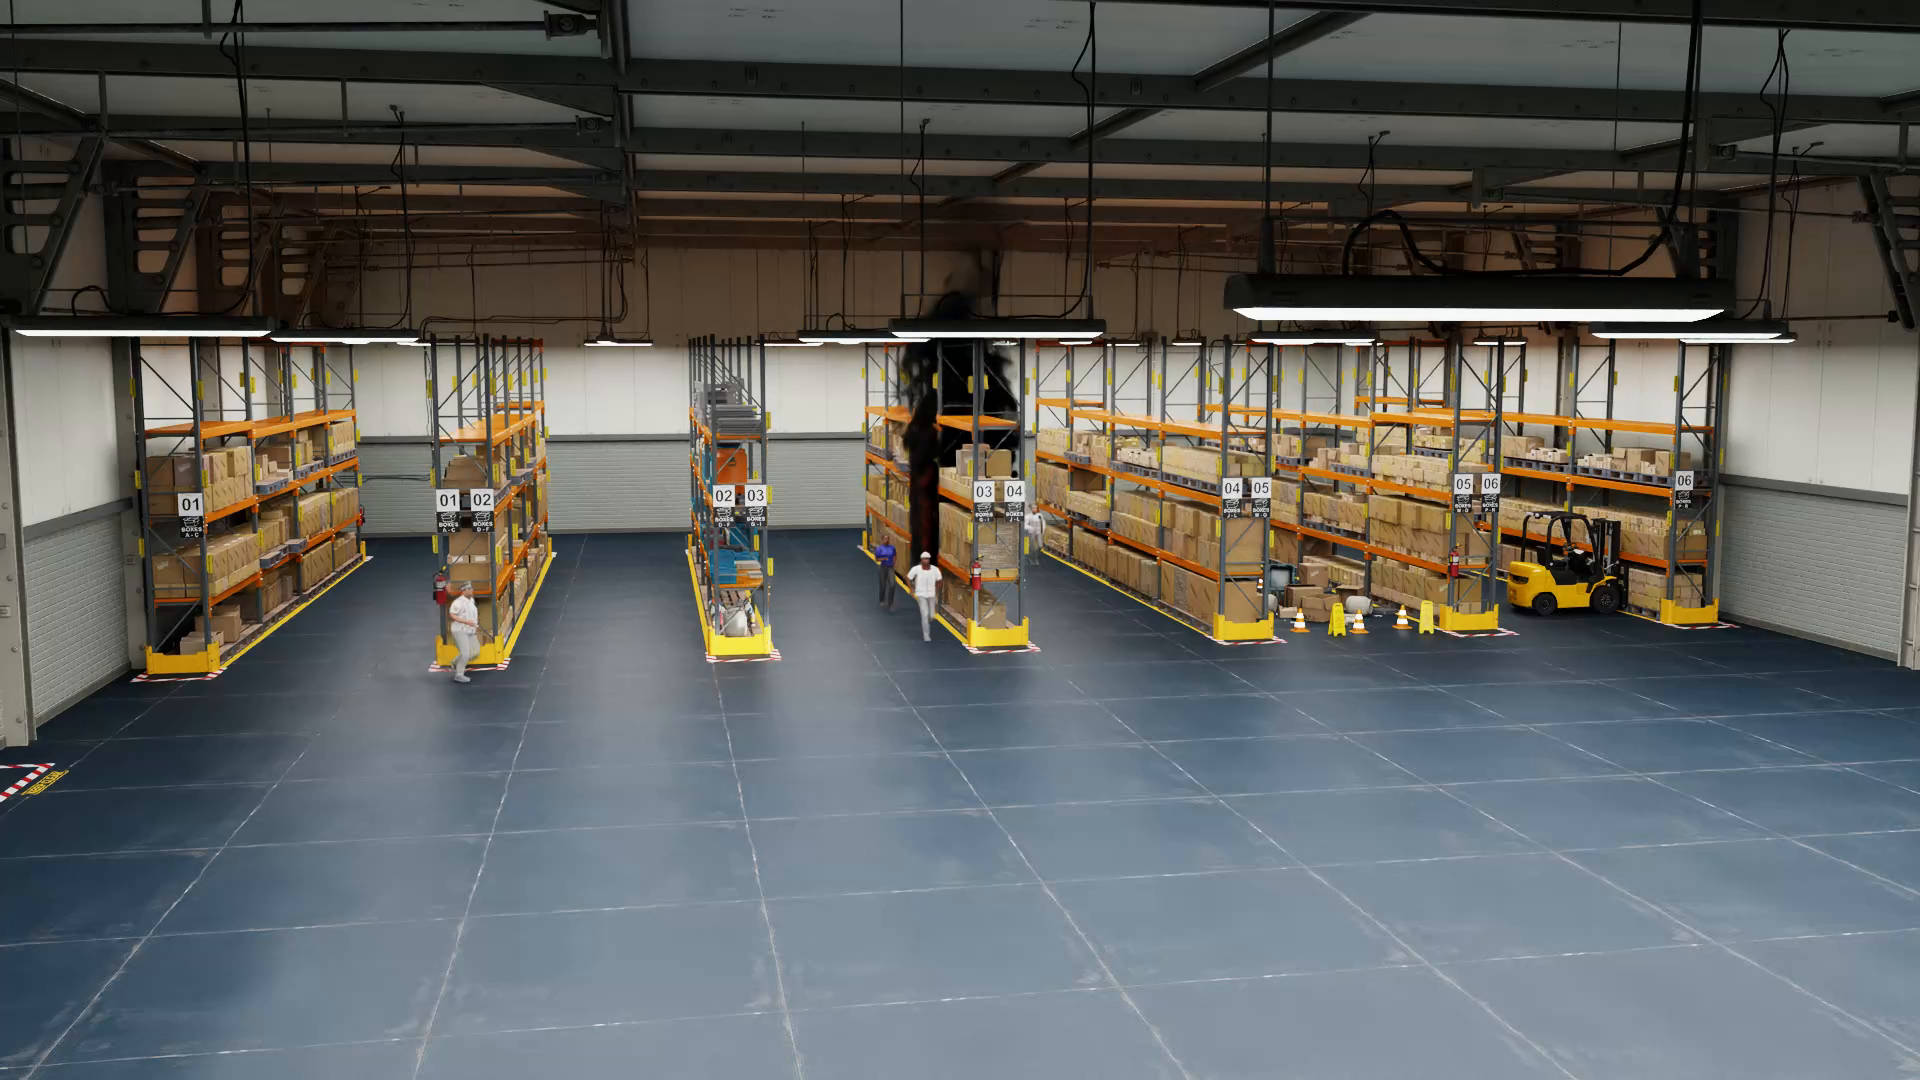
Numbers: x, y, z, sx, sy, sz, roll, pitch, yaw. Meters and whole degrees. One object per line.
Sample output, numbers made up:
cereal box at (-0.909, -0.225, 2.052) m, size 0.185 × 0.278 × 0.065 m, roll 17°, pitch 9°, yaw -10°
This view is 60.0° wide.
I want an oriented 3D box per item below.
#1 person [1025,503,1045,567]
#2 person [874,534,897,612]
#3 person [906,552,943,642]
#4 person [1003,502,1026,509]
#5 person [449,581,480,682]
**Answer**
person at (1.990, -0.145, 44.021) m, size 0.619 × 1.685 × 0.644 m, roll -1°, pitch 7°, yaw -8°
person at (-1.611, 0.721, 36.502) m, size 0.556 × 1.714 × 0.714 m, roll -2°, pitch 7°, yaw -14°
person at (-0.690, 1.092, 32.772) m, size 0.723 × 1.747 × 0.790 m, roll -2°, pitch 7°, yaw -14°
person at (1.559, -0.808, 49.348) m, size 0.953 × 1.752 × 0.725 m, roll -5°, pitch 8°, yaw -35°
person at (-8.581, 1.568, 28.868) m, size 0.643 × 1.724 × 0.705 m, roll 2°, pitch 7°, yaw 19°
